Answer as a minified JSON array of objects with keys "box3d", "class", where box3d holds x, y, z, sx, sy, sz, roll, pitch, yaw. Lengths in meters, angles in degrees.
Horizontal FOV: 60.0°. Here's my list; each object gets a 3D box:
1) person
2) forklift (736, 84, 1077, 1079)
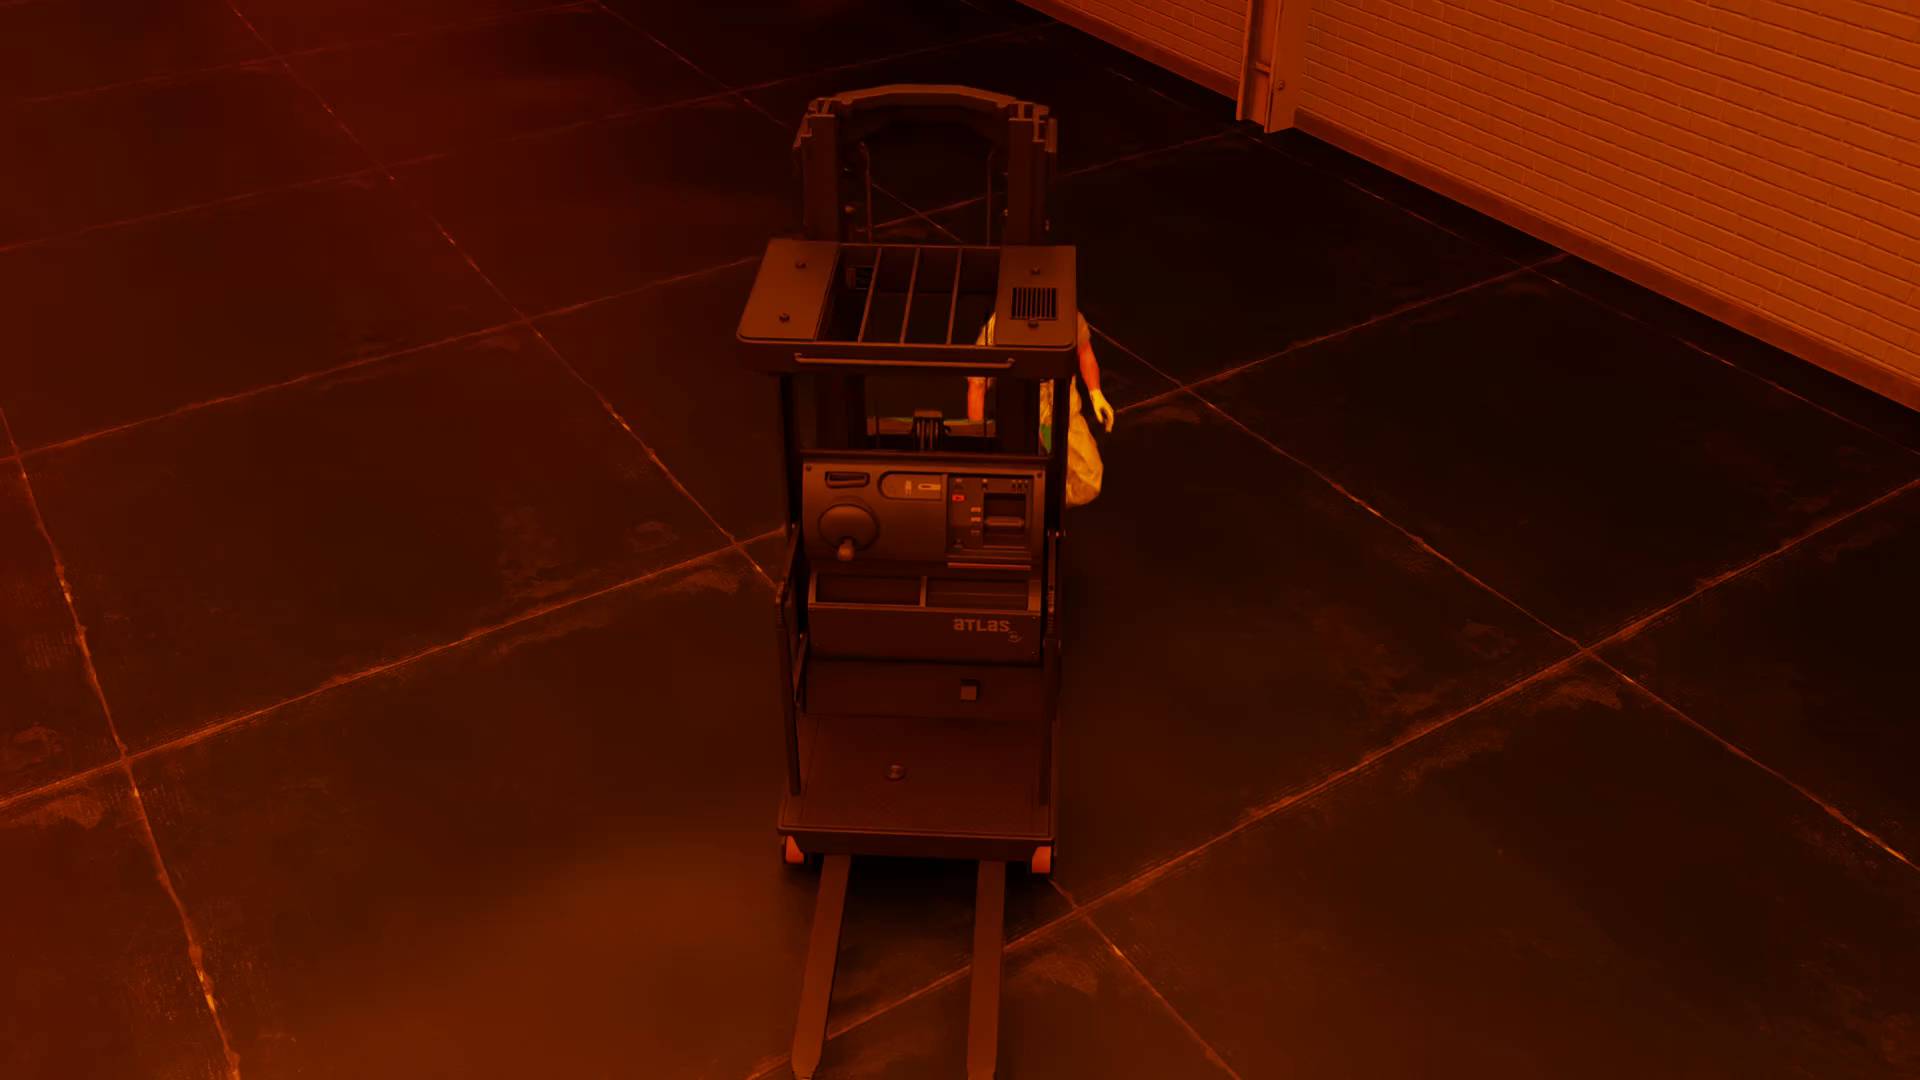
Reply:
[{"box3d":[0.355,-0.540,8.033,0.794,1.665,0.667,-10,36,-14],"class":"person"},{"box3d":[-0.149,-0.038,6.201,1.130,2.935,3.031,2,35,3],"class":"forklift"}]
